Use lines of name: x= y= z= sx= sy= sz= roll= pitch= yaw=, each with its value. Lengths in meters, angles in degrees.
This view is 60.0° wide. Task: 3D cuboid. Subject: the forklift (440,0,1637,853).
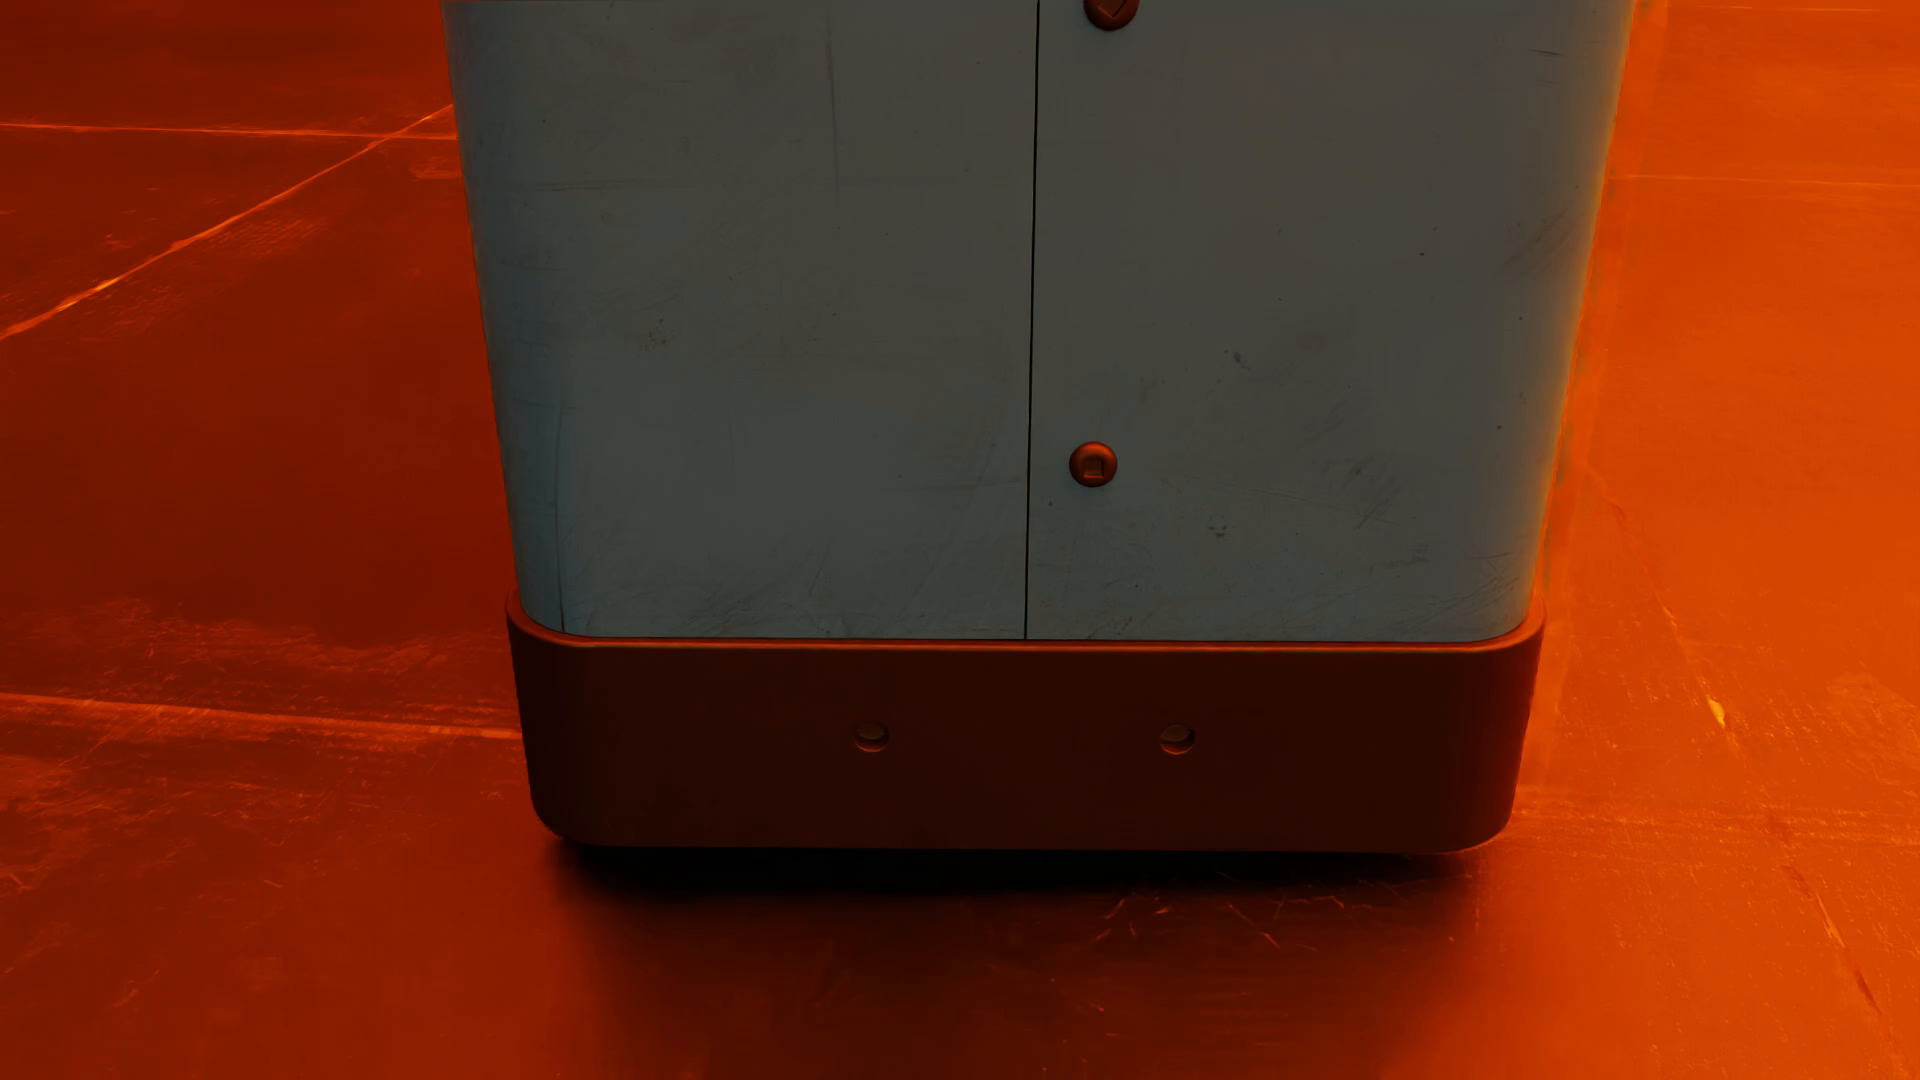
forklift: x=0.083 y=-1.605 z=2.435 sx=1.130 sy=2.935 sz=3.031 roll=0 pitch=27 yaw=1
